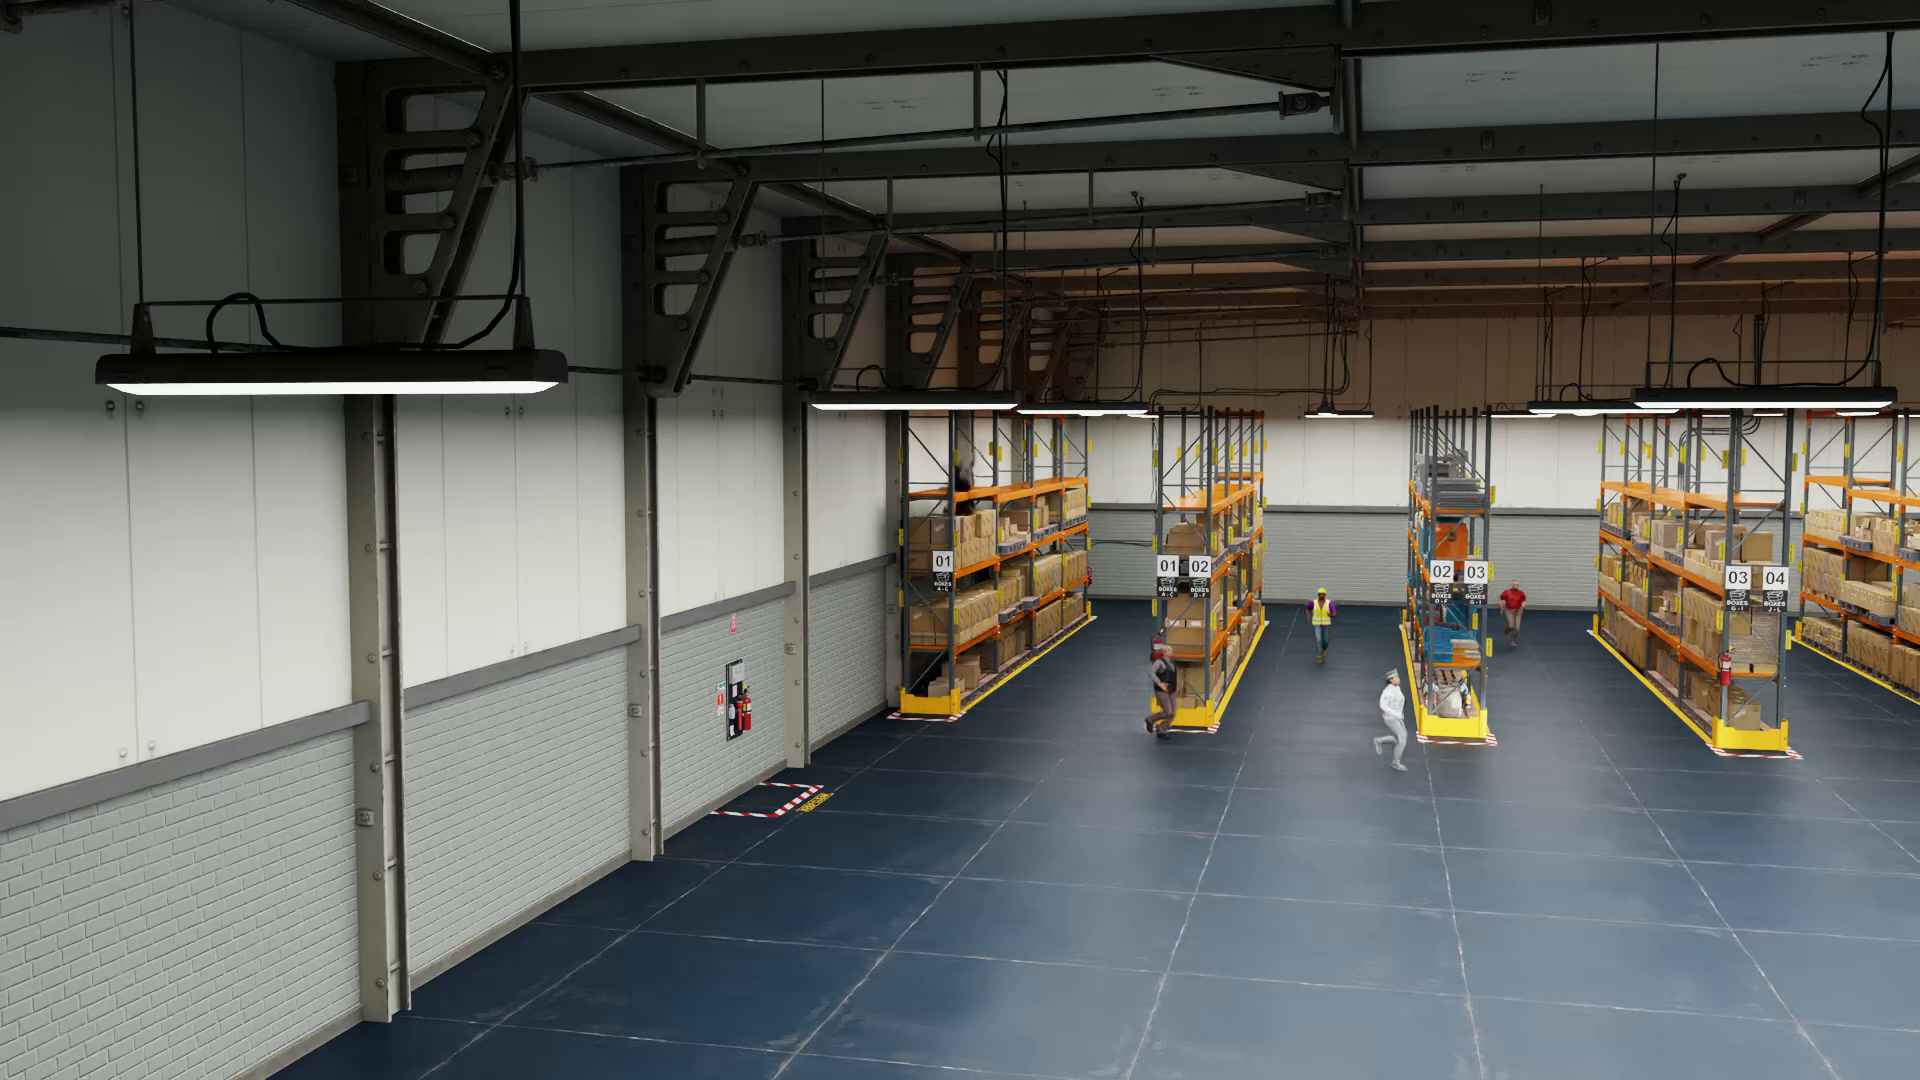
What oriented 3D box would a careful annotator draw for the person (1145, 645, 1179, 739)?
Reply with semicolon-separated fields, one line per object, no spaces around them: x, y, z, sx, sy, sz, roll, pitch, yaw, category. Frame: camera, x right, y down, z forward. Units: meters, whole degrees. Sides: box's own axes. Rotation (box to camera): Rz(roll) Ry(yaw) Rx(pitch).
3.691;2.737;30.050;0.547;1.681;0.685;4;6;44;person

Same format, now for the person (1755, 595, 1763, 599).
21.106;1.745;44.235;0.609;1.652;0.651;-3;5;-35;person

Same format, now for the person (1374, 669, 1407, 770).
7.102;2.944;27.419;0.590;1.662;0.648;3;5;34;person

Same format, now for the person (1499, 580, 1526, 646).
14.058;1.858;42.230;0.653;1.675;0.631;0;4;4;person

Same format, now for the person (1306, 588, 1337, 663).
8.550;2.011;39.348;0.710;1.745;0.968;1;4;8;person
